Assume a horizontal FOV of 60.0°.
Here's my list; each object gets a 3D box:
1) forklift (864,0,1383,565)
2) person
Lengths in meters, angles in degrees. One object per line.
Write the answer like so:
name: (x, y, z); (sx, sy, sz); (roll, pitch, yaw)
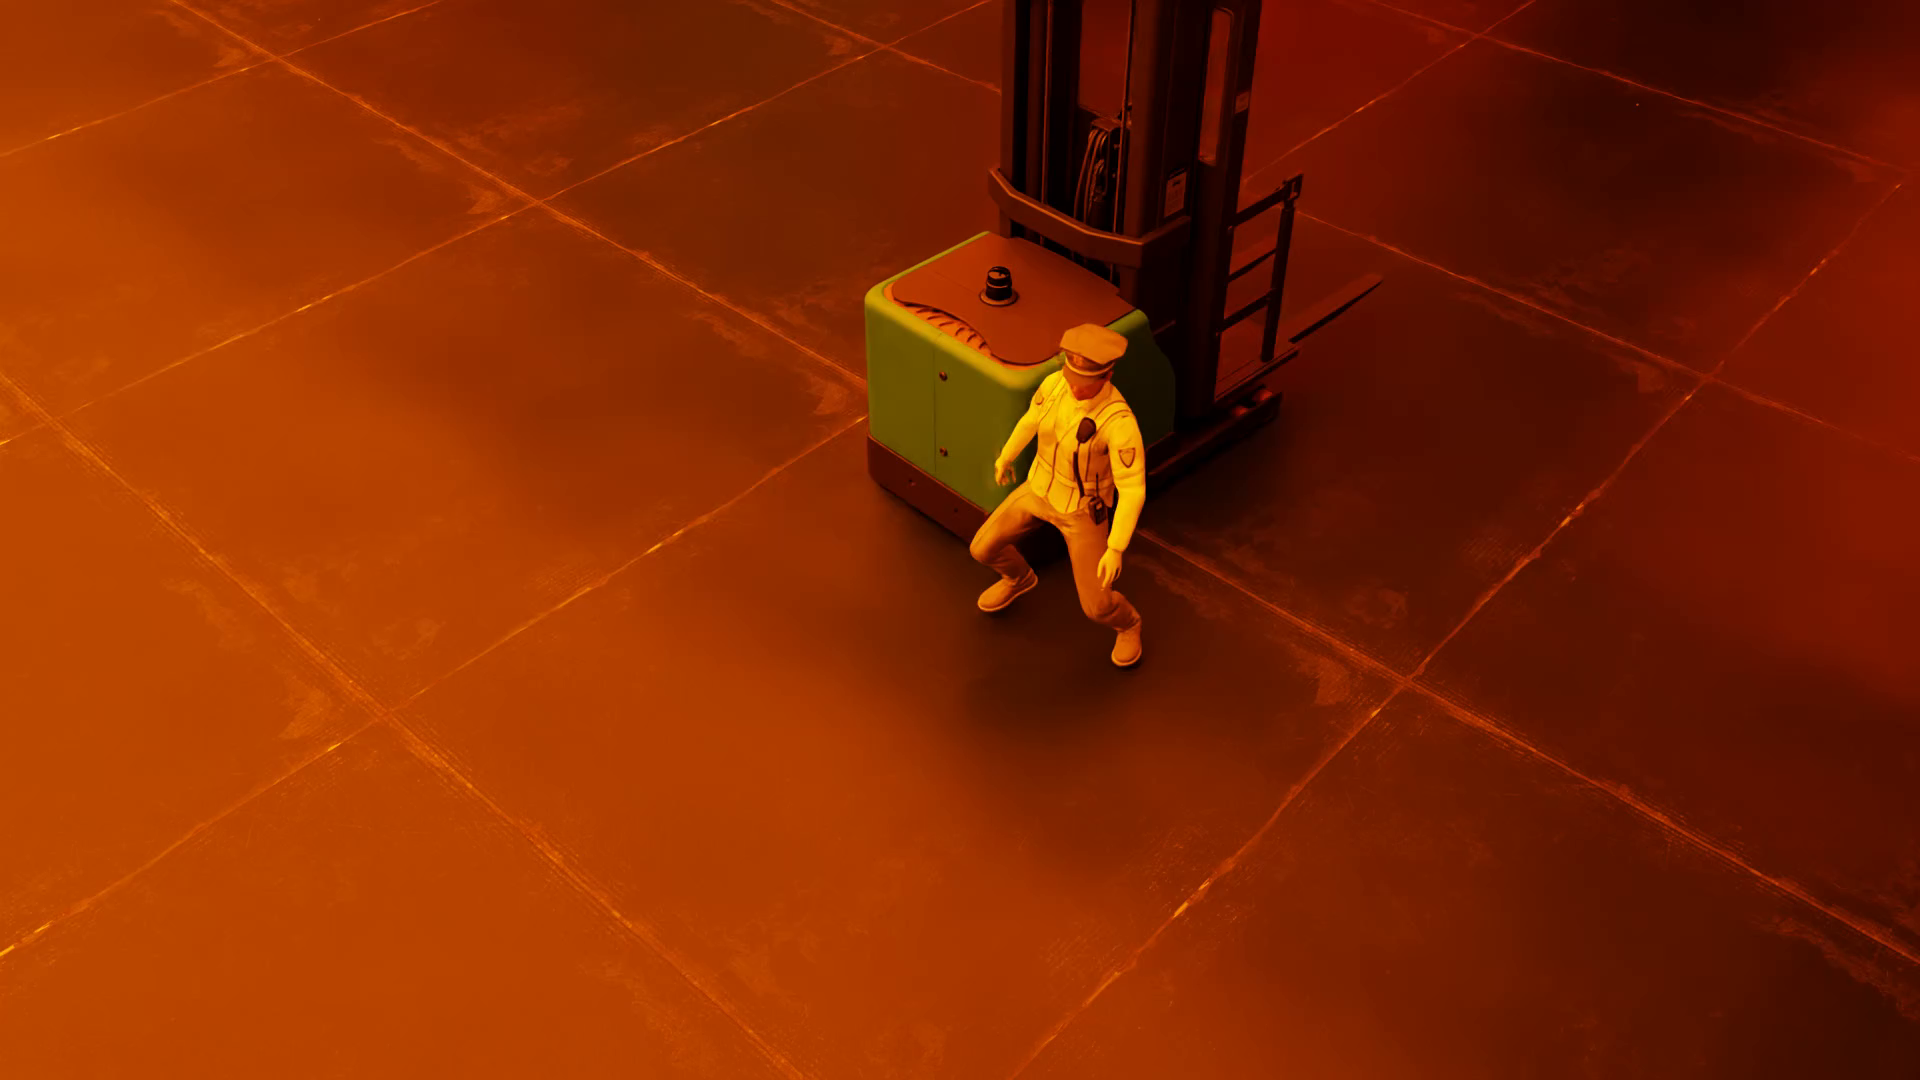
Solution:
forklift: (0.970, -1.835, 7.567); (3.031, 2.935, 1.130); (-32, 50, -32)
person: (0.438, -0.175, 6.674); (0.568, 1.534, 0.815); (-29, 49, -30)
